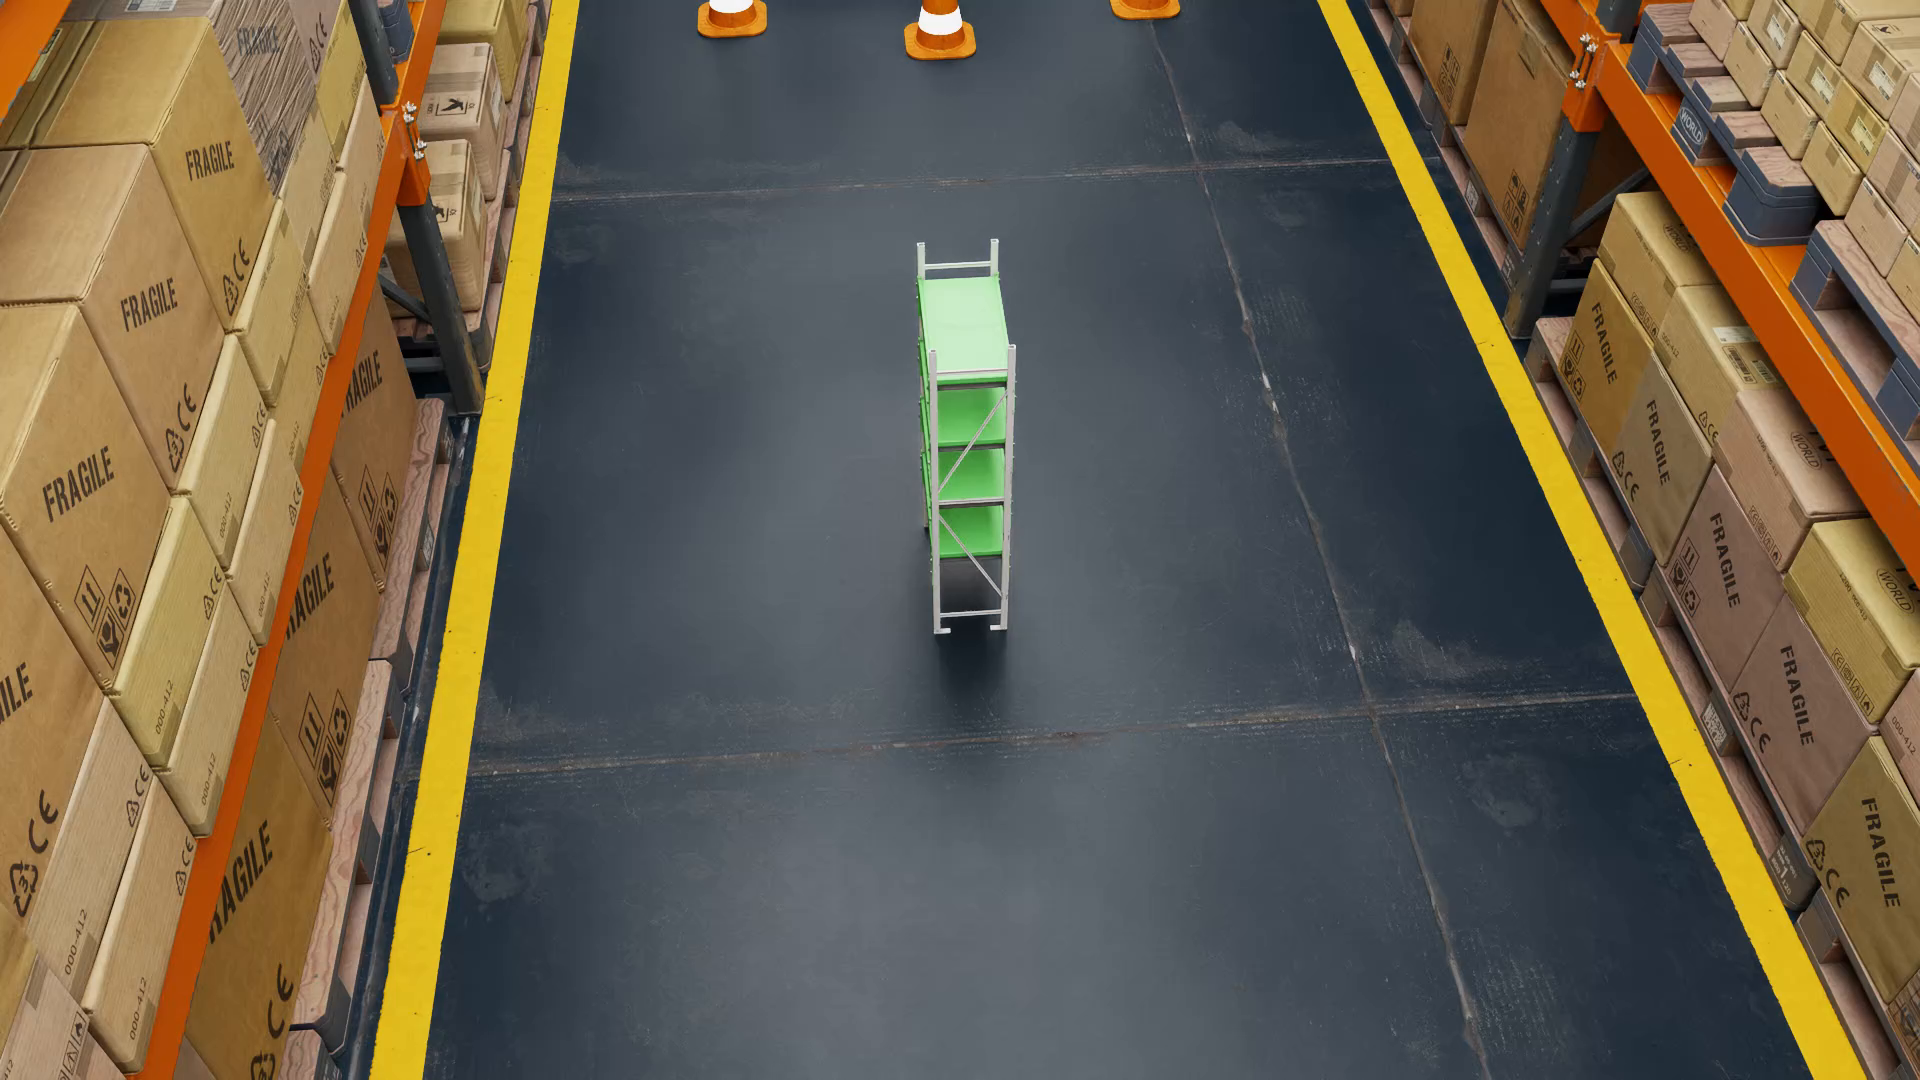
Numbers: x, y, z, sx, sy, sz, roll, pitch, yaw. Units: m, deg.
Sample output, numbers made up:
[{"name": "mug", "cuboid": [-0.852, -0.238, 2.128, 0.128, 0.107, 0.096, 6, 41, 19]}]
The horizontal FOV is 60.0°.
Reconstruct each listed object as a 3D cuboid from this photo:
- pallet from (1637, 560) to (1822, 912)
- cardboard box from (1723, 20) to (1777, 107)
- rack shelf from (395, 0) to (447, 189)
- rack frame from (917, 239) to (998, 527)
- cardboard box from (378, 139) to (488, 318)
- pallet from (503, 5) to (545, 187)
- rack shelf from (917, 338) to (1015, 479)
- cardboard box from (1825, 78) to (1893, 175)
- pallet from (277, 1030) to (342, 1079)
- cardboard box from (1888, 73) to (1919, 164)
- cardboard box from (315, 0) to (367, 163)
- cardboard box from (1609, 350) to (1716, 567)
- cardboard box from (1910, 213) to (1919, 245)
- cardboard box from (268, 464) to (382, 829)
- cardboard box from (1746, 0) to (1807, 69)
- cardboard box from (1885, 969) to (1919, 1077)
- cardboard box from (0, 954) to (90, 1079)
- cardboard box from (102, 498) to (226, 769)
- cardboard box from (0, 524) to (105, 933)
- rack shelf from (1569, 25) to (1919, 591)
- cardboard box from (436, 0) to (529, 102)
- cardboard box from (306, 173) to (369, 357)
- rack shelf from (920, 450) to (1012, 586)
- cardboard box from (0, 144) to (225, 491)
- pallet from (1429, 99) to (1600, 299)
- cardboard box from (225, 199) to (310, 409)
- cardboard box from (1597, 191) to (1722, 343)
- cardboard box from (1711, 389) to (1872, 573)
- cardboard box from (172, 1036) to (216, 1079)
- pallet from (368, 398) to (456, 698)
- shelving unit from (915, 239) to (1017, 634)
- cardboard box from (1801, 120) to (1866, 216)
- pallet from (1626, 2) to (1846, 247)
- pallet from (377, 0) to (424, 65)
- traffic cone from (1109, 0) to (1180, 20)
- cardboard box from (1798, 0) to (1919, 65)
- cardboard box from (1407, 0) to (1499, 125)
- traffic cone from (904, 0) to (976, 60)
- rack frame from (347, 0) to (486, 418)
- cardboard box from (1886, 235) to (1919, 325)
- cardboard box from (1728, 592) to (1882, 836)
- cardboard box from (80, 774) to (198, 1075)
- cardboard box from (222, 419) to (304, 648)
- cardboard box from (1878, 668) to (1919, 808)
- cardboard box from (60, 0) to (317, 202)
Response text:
[{"name": "pallet", "cuboid": [2.805, 0.524, 5.108, 1.003, 0.211, 1.213, -3, 47, -3]}, {"name": "cardboard box", "cuboid": [2.501, -1.409, 4.902, 0.380, 0.149, 0.250, -1, 47, -1]}, {"name": "rack shelf", "cuboid": [-2.449, -2.706, 6.743, 1.077, 0.370, 4.000, -3, 47, -3]}, {"name": "rack frame", "cuboid": [-0.007, -0.469, 5.368, 0.240, 1.200, 0.015, -3, 47, -3]}, {"name": "cardboard box", "cuboid": [-2.319, -1.157, 6.300, 0.950, 0.372, 0.625, -6, 47, -6]}, {"name": "pallet", "cuboid": [-2.445, -1.994, 7.493, 1.003, 0.211, 1.213, -3, 47, -3]}, {"name": "rack shelf", "cuboid": [0.014, -0.414, 5.073, 0.258, 0.148, 0.480, -3, 47, -3]}, {"name": "cardboard box", "cuboid": [2.555, -1.108, 4.412, 0.380, 0.149, 0.250, -3, 47, -3]}, {"name": "pallet", "cuboid": [-2.087, 1.793, 3.907, 1.003, 0.211, 1.213, -3, 47, -3]}, {"name": "cardboard box", "cuboid": [2.575, -1.038, 4.141, 0.380, 0.149, 0.250, -2, 47, -1]}, {"name": "cardboard box", "cuboid": [-1.988, -1.292, 4.667, 0.500, 0.250, 0.500, -4, 47, -3]}, {"name": "cardboard box", "cuboid": [2.493, -0.275, 5.377, 0.500, 0.500, 0.500, -3, 47, -3]}, {"name": "cardboard box", "cuboid": [2.592, -0.747, 4.071, 0.380, 0.149, 0.250, -4, 47, -4]}, {"name": "cardboard box", "cuboid": [-2.236, 0.230, 4.640, 0.875, 0.875, 0.875, -3, 47, -3]}, {"name": "cardboard box", "cuboid": [2.508, -1.483, 4.767, 0.380, 0.149, 0.250, -1, 47, -1]}, {"name": "cardboard box", "cuboid": [2.664, 1.208, 3.972, 0.500, 0.500, 0.500, -4, 47, -4]}, {"name": "cardboard box", "cuboid": [-1.703, 0.932, 2.561, 0.500, 0.250, 0.500, -5, 47, -4]}, {"name": "cardboard box", "cuboid": [-1.790, 0.189, 3.264, 0.500, 0.250, 0.500, -3, 47, -3]}, {"name": "cardboard box", "cuboid": [-1.767, 0.307, 2.636, 0.500, 0.500, 0.500, -4, 47, -4]}, {"name": "rack shelf", "cuboid": [2.810, -0.186, 4.356, 1.077, 0.370, 4.000, -3, 47, -3]}, {"name": "cardboard box", "cuboid": [-2.447, -2.239, 7.325, 0.950, 0.372, 0.625, -2, 47, -2]}, {"name": "cardboard box", "cuboid": [-1.922, -0.736, 4.485, 0.500, 0.250, 0.500, -3, 47, -3]}, {"name": "rack shelf", "cuboid": [0.014, -0.084, 5.422, 0.258, 0.148, 0.480, -3, 47, -3]}, {"name": "cardboard box", "cuboid": [-1.857, -0.430, 3.334, 0.500, 0.500, 0.500, -4, 47, -4]}, {"name": "pallet", "cuboid": [2.652, -1.497, 7.022, 1.003, 0.211, 1.213, -3, 47, -3]}, {"name": "cardboard box", "cuboid": [-1.878, -0.552, 3.966, 0.500, 0.250, 0.500, -5, 47, -4]}, {"name": "cardboard box", "cuboid": [2.459, -0.910, 5.462, 0.500, 0.250, 0.500, -5, 47, -5]}, {"name": "cardboard box", "cuboid": [2.530, -0.184, 4.774, 0.500, 0.250, 0.500, -3, 47, -3]}, {"name": "cardboard box", "cuboid": [-2.079, 1.530, 3.409, 0.875, 0.875, 0.875, -2, 47, -2]}, {"name": "pallet", "cuboid": [-2.291, 0.027, 5.579, 1.003, 0.211, 1.213, -3, 47, -3]}, {"name": "shelving unit", "cuboid": [0.014, -0.293, 5.201, 0.258, 1.200, 0.503, -3, 47, -3]}, {"name": "cardboard box", "cuboid": [2.548, -1.018, 4.532, 0.380, 0.149, 0.250, -2, 47, -1]}, {"name": "pallet", "cuboid": [2.808, -1.306, 5.053, 1.213, 0.211, 1.003, -3, 47, -3]}, {"name": "pallet", "cuboid": [-2.448, -1.950, 5.663, 1.213, 0.211, 1.003, -3, 47, -3]}, {"name": "traffic cone", "cuboid": [0.915, -2.840, 8.121, 0.336, 0.463, 0.334, -3, 47, -3]}, {"name": "cardboard box", "cuboid": [2.529, -1.425, 4.508, 0.380, 0.149, 0.250, -4, 47, -4]}, {"name": "cardboard box", "cuboid": [2.605, -2.330, 7.151, 1.050, 0.750, 0.750, -3, 47, -3]}, {"name": "traffic cone", "cuboid": [-0.097, -2.567, 7.863, 0.336, 0.463, 0.334, -3, 47, -3]}, {"name": "rack frame", "cuboid": [-2.282, -1.507, 5.111, 1.000, 3.000, 0.127, -3, 47, -3]}, {"name": "cardboard box", "cuboid": [2.592, -0.644, 4.177, 0.380, 0.149, 0.250, -3, 47, -3]}, {"name": "cardboard box", "cuboid": [2.583, 0.466, 4.675, 0.500, 0.500, 0.500, -4, 47, -4]}, {"name": "cardboard box", "cuboid": [-1.765, 0.730, 3.096, 0.500, 0.250, 0.500, -5, 47, -4]}, {"name": "cardboard box", "cuboid": [-1.825, -0.004, 3.791, 0.500, 0.250, 0.500, -4, 47, -4]}, {"name": "cardboard box", "cuboid": [2.633, 0.574, 4.056, 0.500, 0.250, 0.500, -1, 47, -1]}, {"name": "cardboard box", "cuboid": [-1.927, -1.156, 4.021, 0.500, 0.500, 0.500, -3, 47, -3]}]
